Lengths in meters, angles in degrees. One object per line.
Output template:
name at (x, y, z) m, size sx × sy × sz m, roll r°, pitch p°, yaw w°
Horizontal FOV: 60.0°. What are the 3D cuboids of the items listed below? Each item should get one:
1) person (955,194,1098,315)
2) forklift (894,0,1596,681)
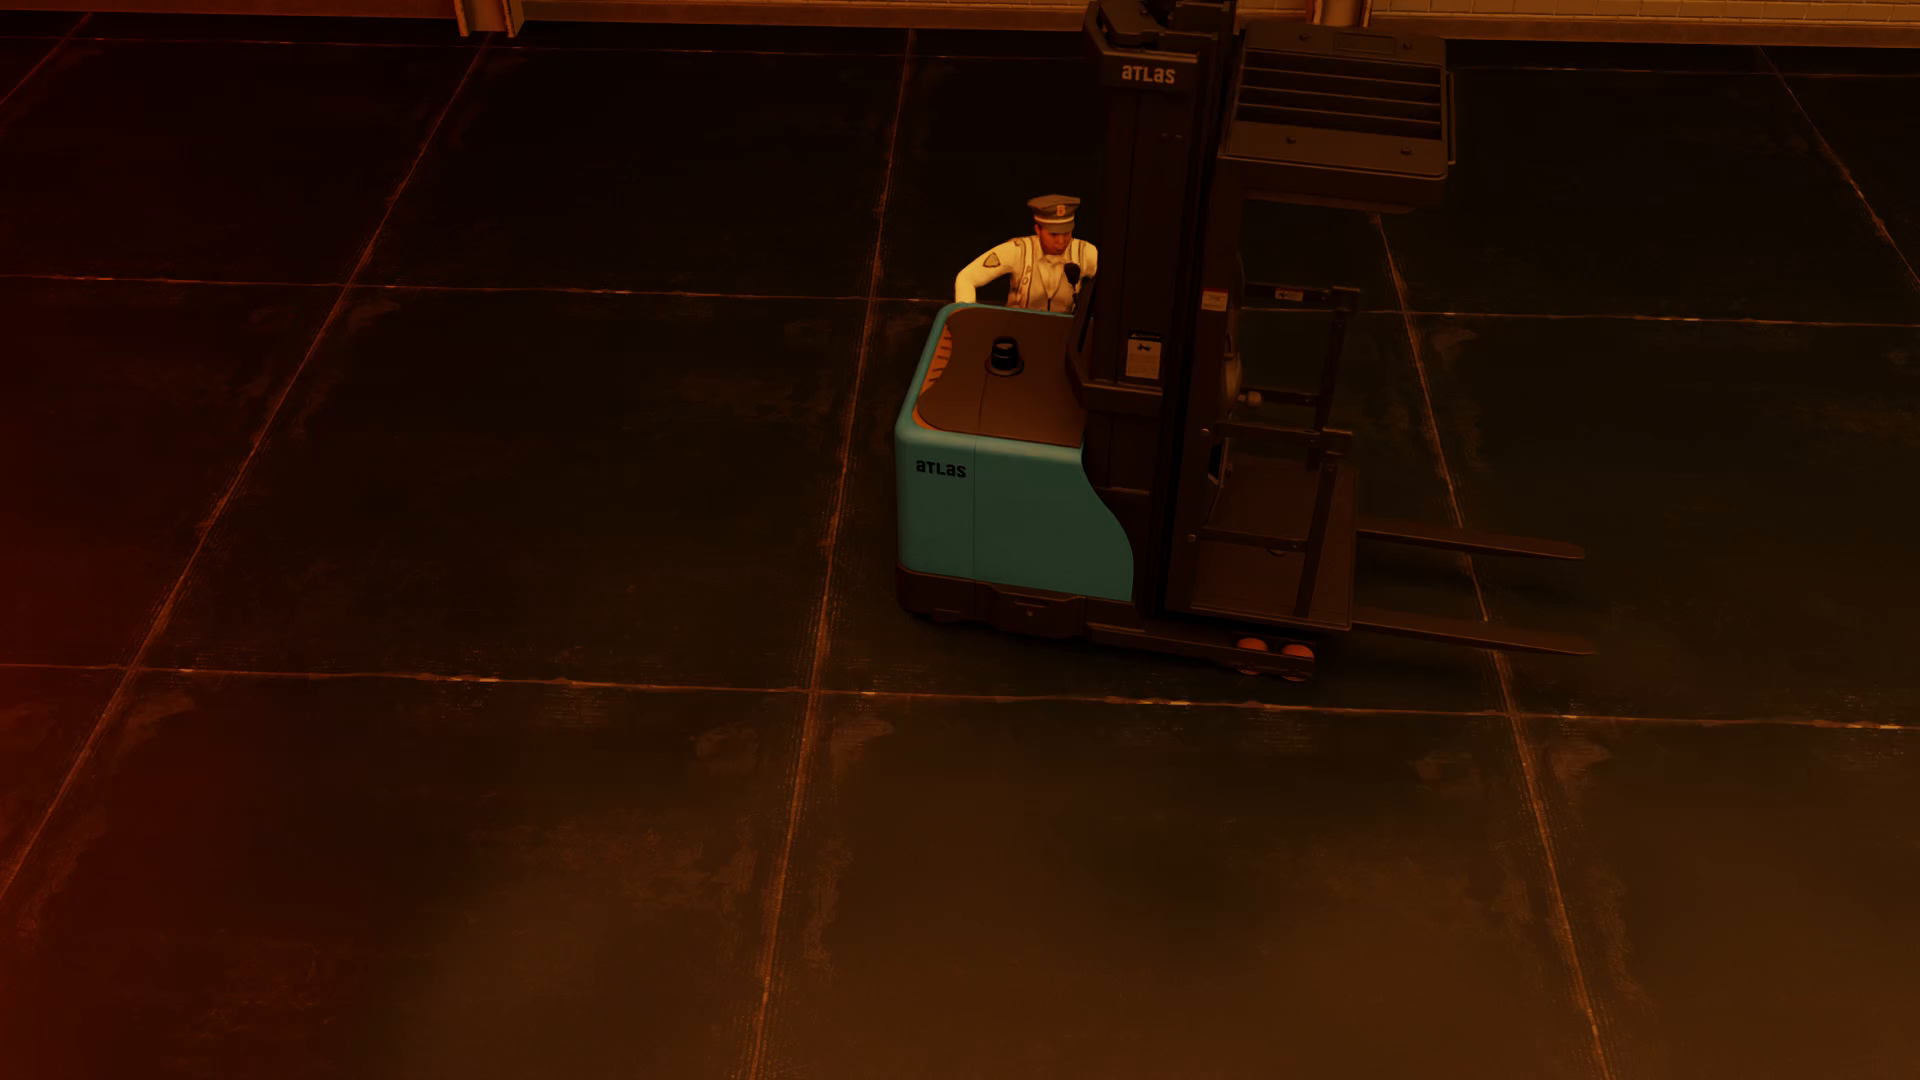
person at (0.438, -0.857, 7.774) m, size 0.902 × 1.439 × 0.795 m, roll -13°, pitch 44°, yaw -14°
forklift at (1.284, -0.861, 6.685) m, size 3.031 × 2.935 × 1.130 m, roll 8°, pitch 43°, yaw 9°
